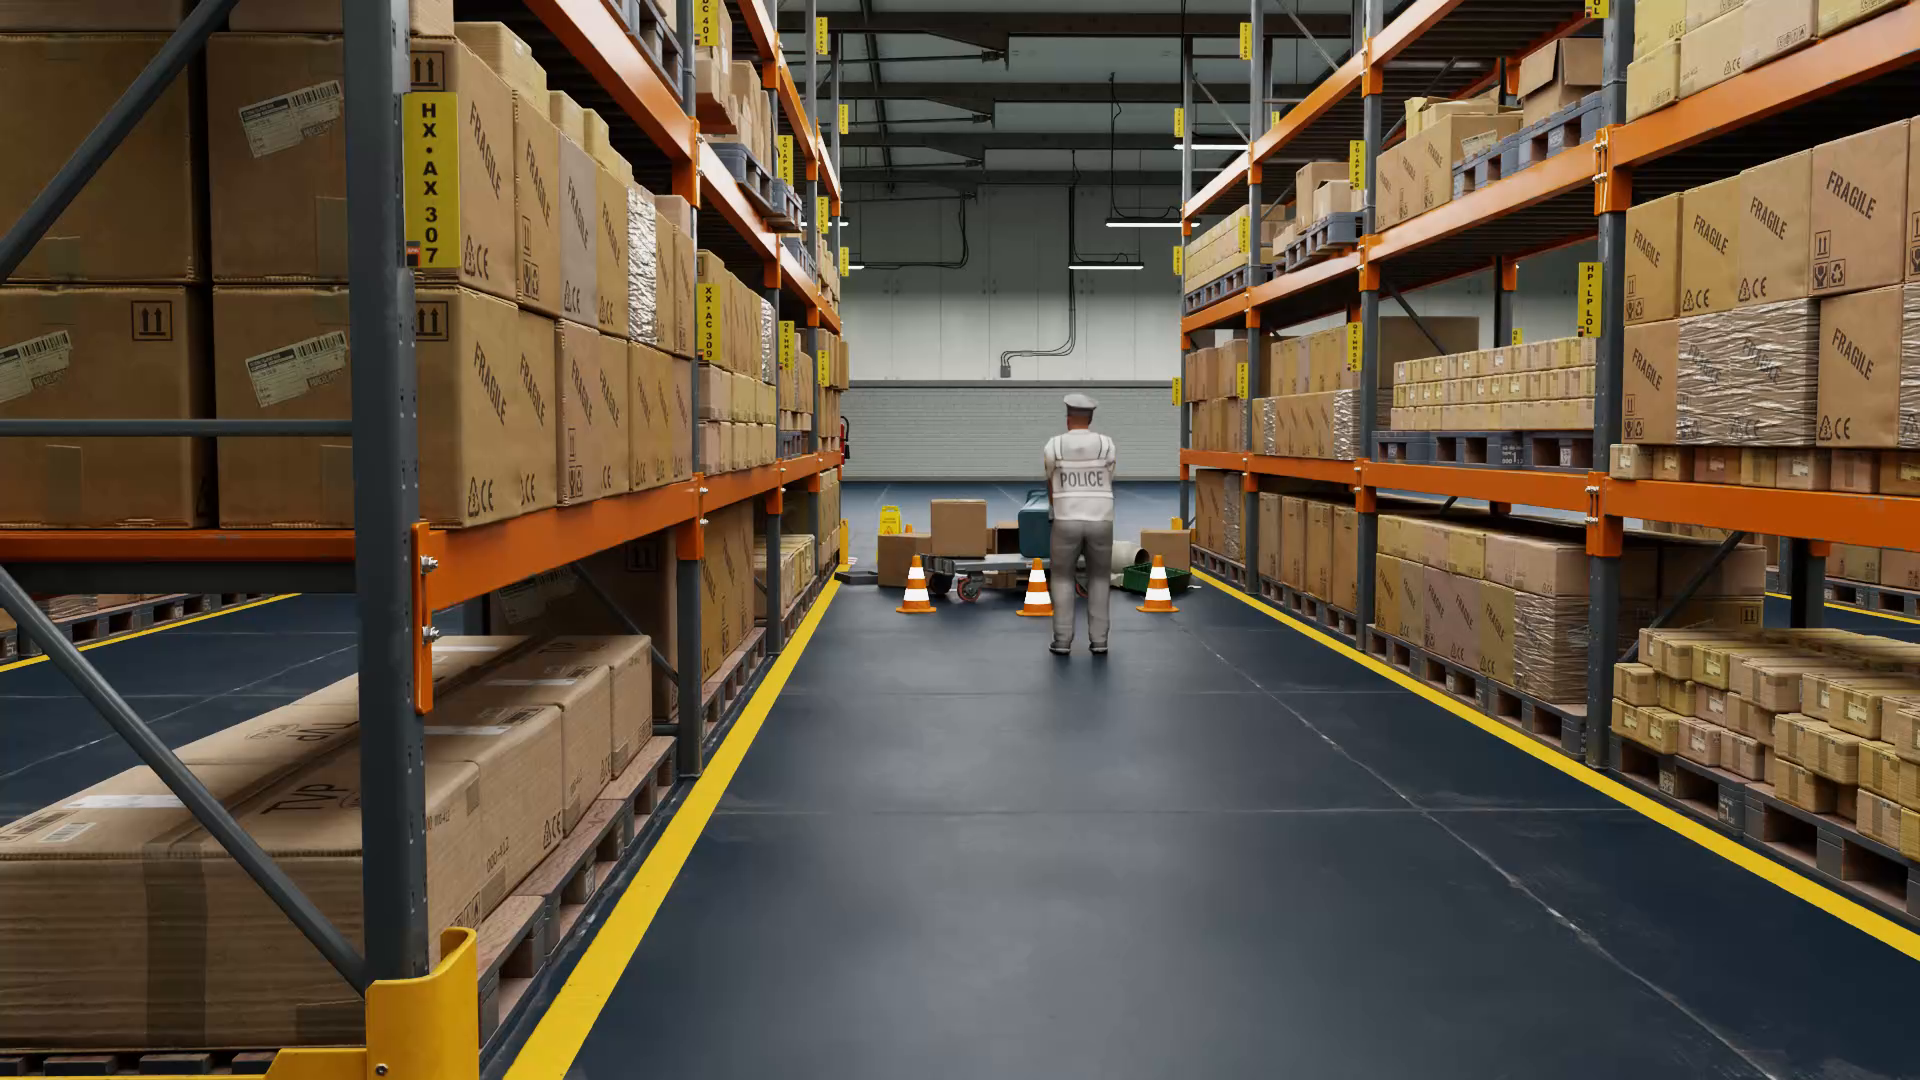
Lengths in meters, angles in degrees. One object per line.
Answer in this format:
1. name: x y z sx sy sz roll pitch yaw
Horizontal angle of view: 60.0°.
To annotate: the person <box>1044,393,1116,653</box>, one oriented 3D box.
1. person: 0.809 -0.116 11.366 0.490 1.772 0.564 0 4 -2
